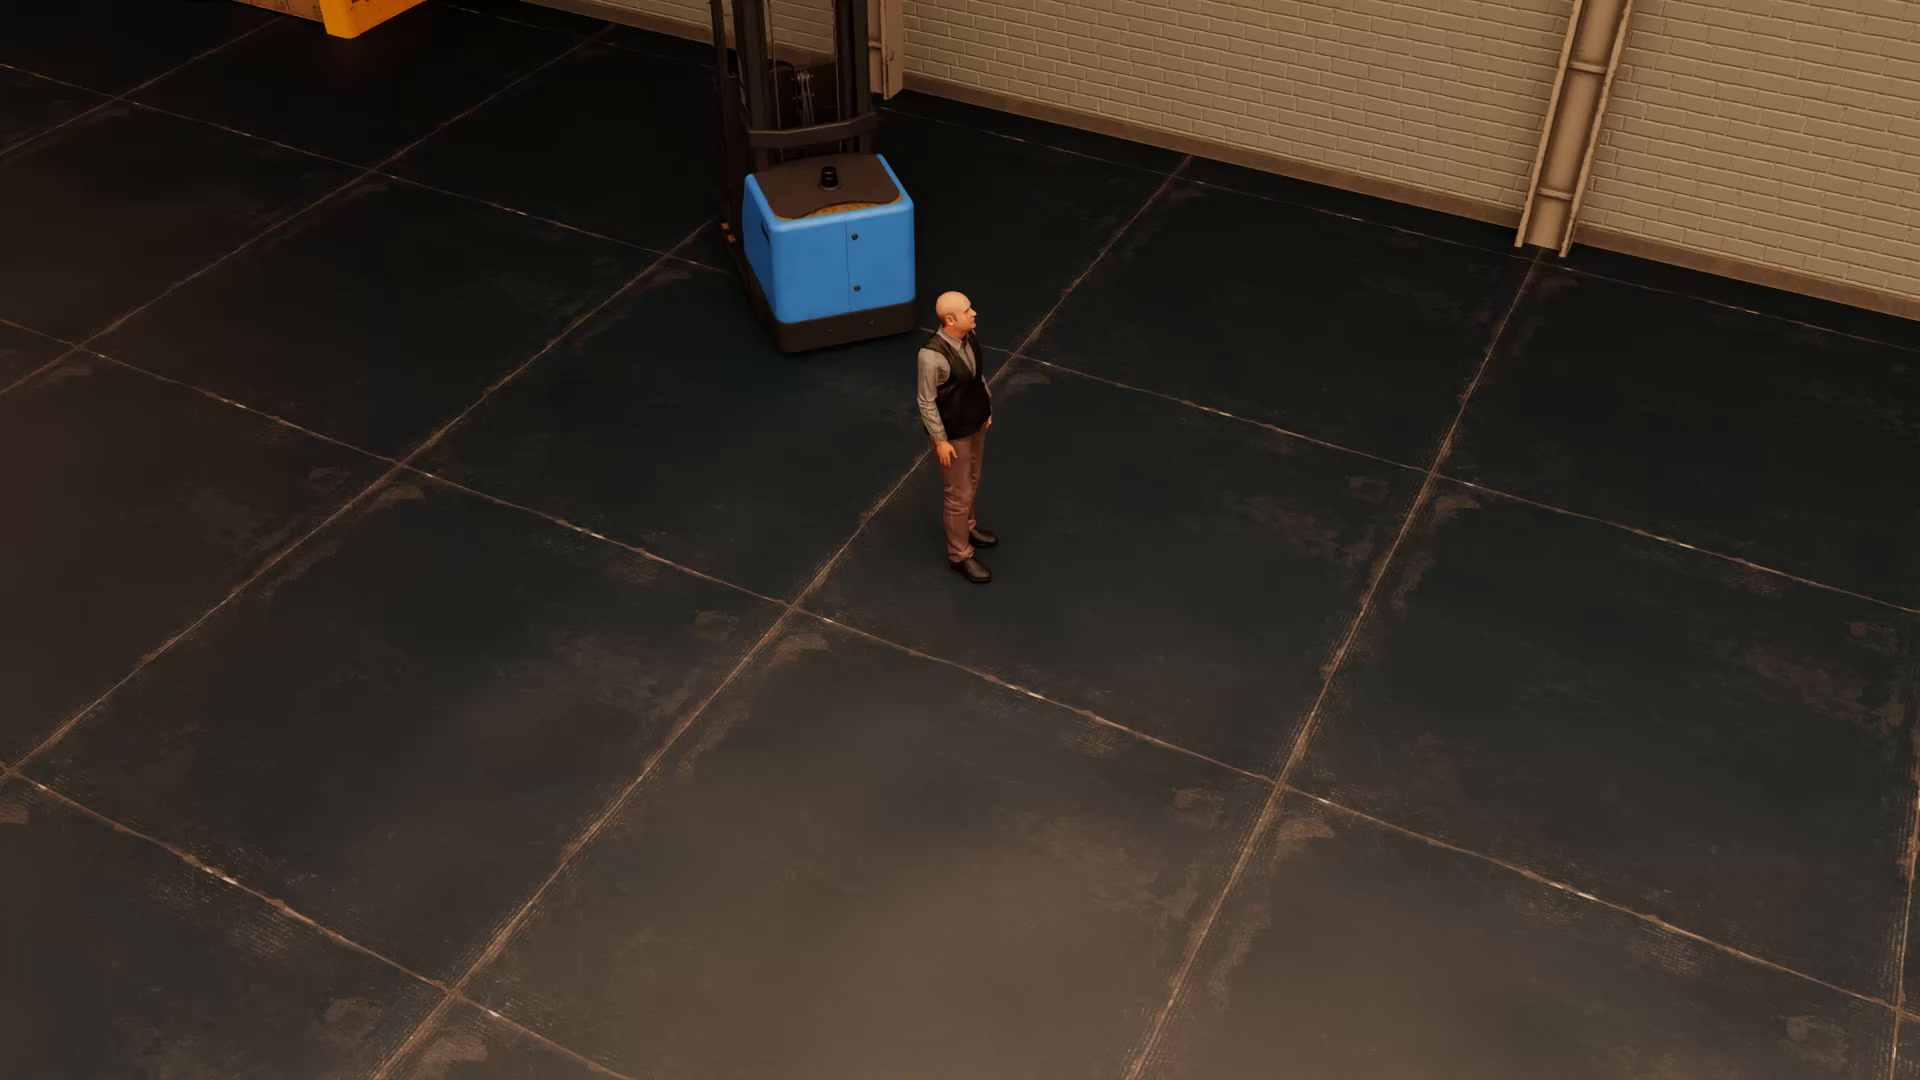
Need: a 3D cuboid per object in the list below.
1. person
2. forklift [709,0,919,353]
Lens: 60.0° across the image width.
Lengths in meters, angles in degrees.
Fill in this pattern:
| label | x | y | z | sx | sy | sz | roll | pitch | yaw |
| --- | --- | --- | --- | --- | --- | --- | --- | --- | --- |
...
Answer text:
| label | x | y | z | sx | sy | sz | roll | pitch | yaw |
| --- | --- | --- | --- | --- | --- | --- | --- | --- | --- |
| person | 0.058 | -0.609 | 9.698 | 0.552 | 1.642 | 0.632 | 18 | 43 | 21 |
| forklift | -1.256 | -3.397 | 12.020 | 1.130 | 2.935 | 3.031 | -12 | 42 | -14 |
